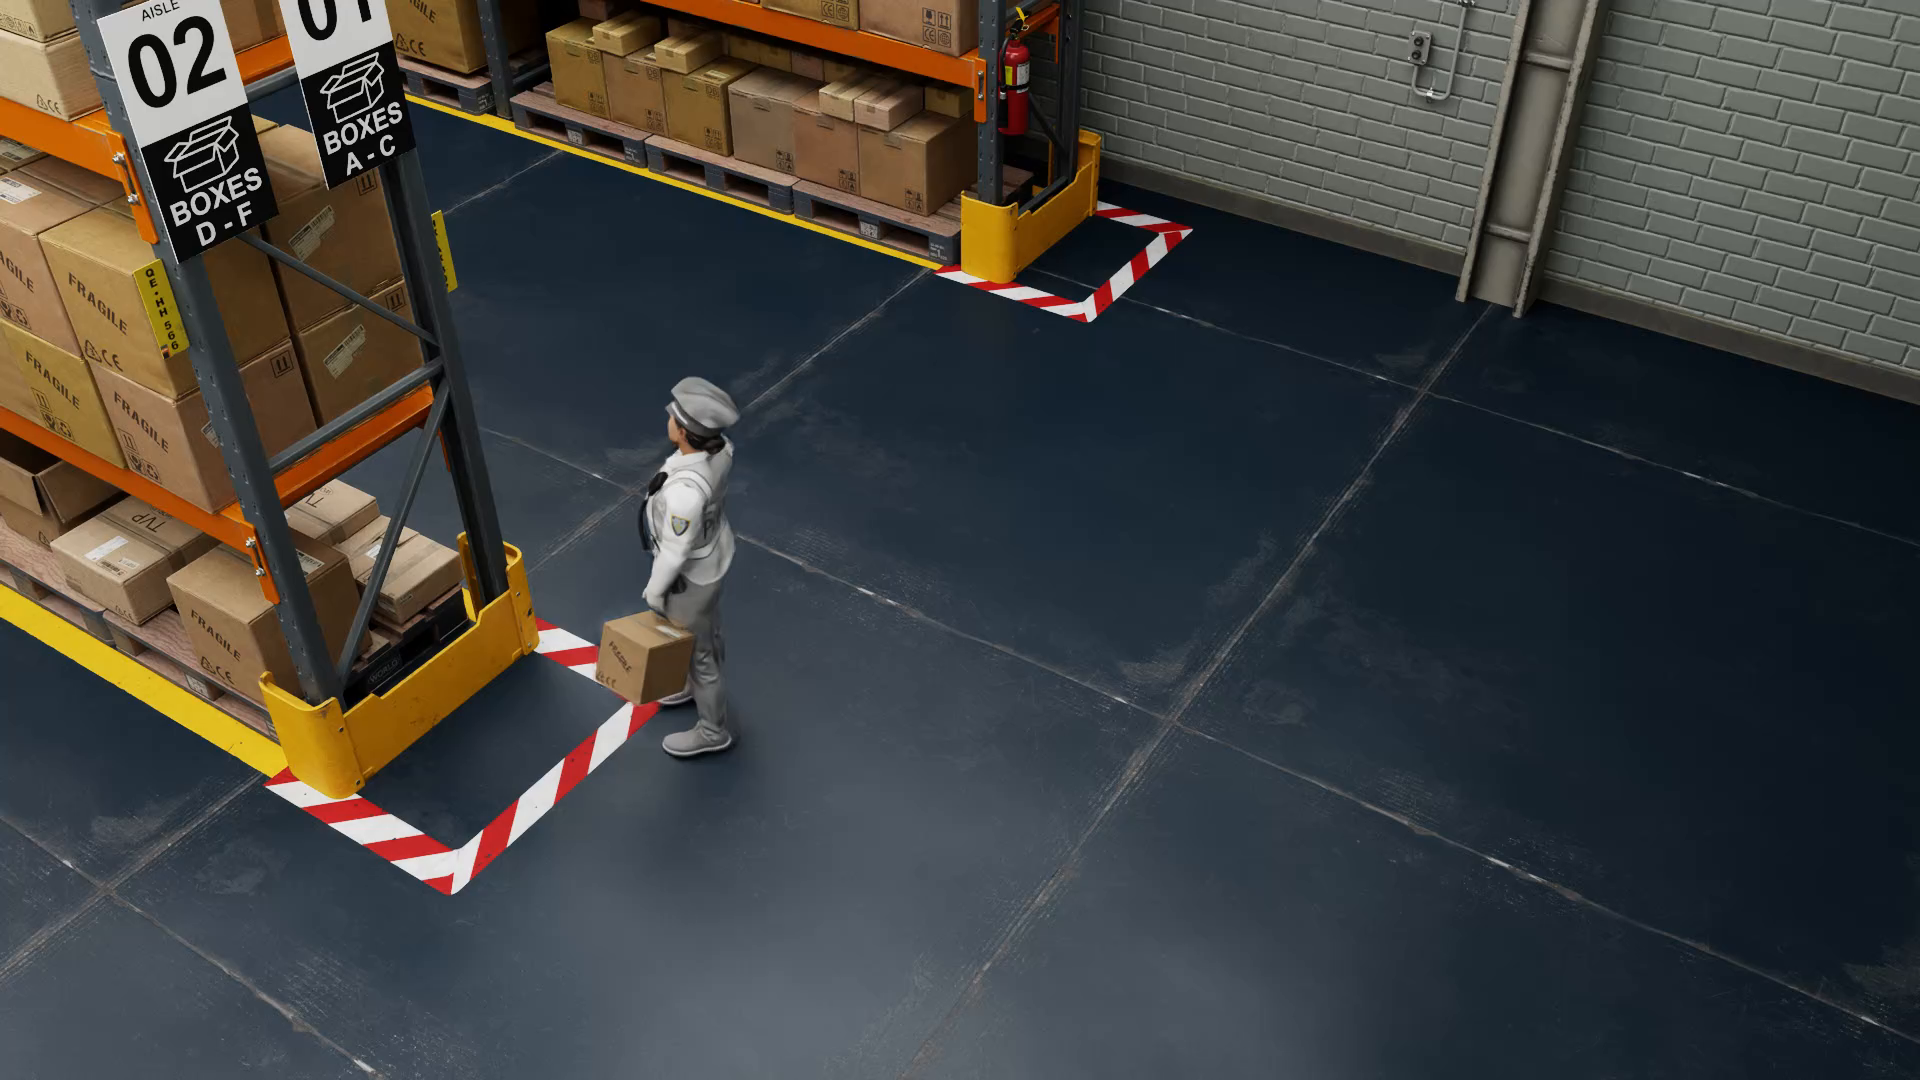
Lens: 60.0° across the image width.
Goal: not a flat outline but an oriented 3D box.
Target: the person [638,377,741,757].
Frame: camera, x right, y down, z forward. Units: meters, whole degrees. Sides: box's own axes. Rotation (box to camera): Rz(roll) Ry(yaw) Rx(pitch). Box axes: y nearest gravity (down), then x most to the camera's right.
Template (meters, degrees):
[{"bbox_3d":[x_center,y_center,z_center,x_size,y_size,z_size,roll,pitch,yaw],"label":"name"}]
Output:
[{"bbox_3d":[-1.065,0.113,6.512,0.521,1.699,0.498,6,39,8],"label":"person"}]
